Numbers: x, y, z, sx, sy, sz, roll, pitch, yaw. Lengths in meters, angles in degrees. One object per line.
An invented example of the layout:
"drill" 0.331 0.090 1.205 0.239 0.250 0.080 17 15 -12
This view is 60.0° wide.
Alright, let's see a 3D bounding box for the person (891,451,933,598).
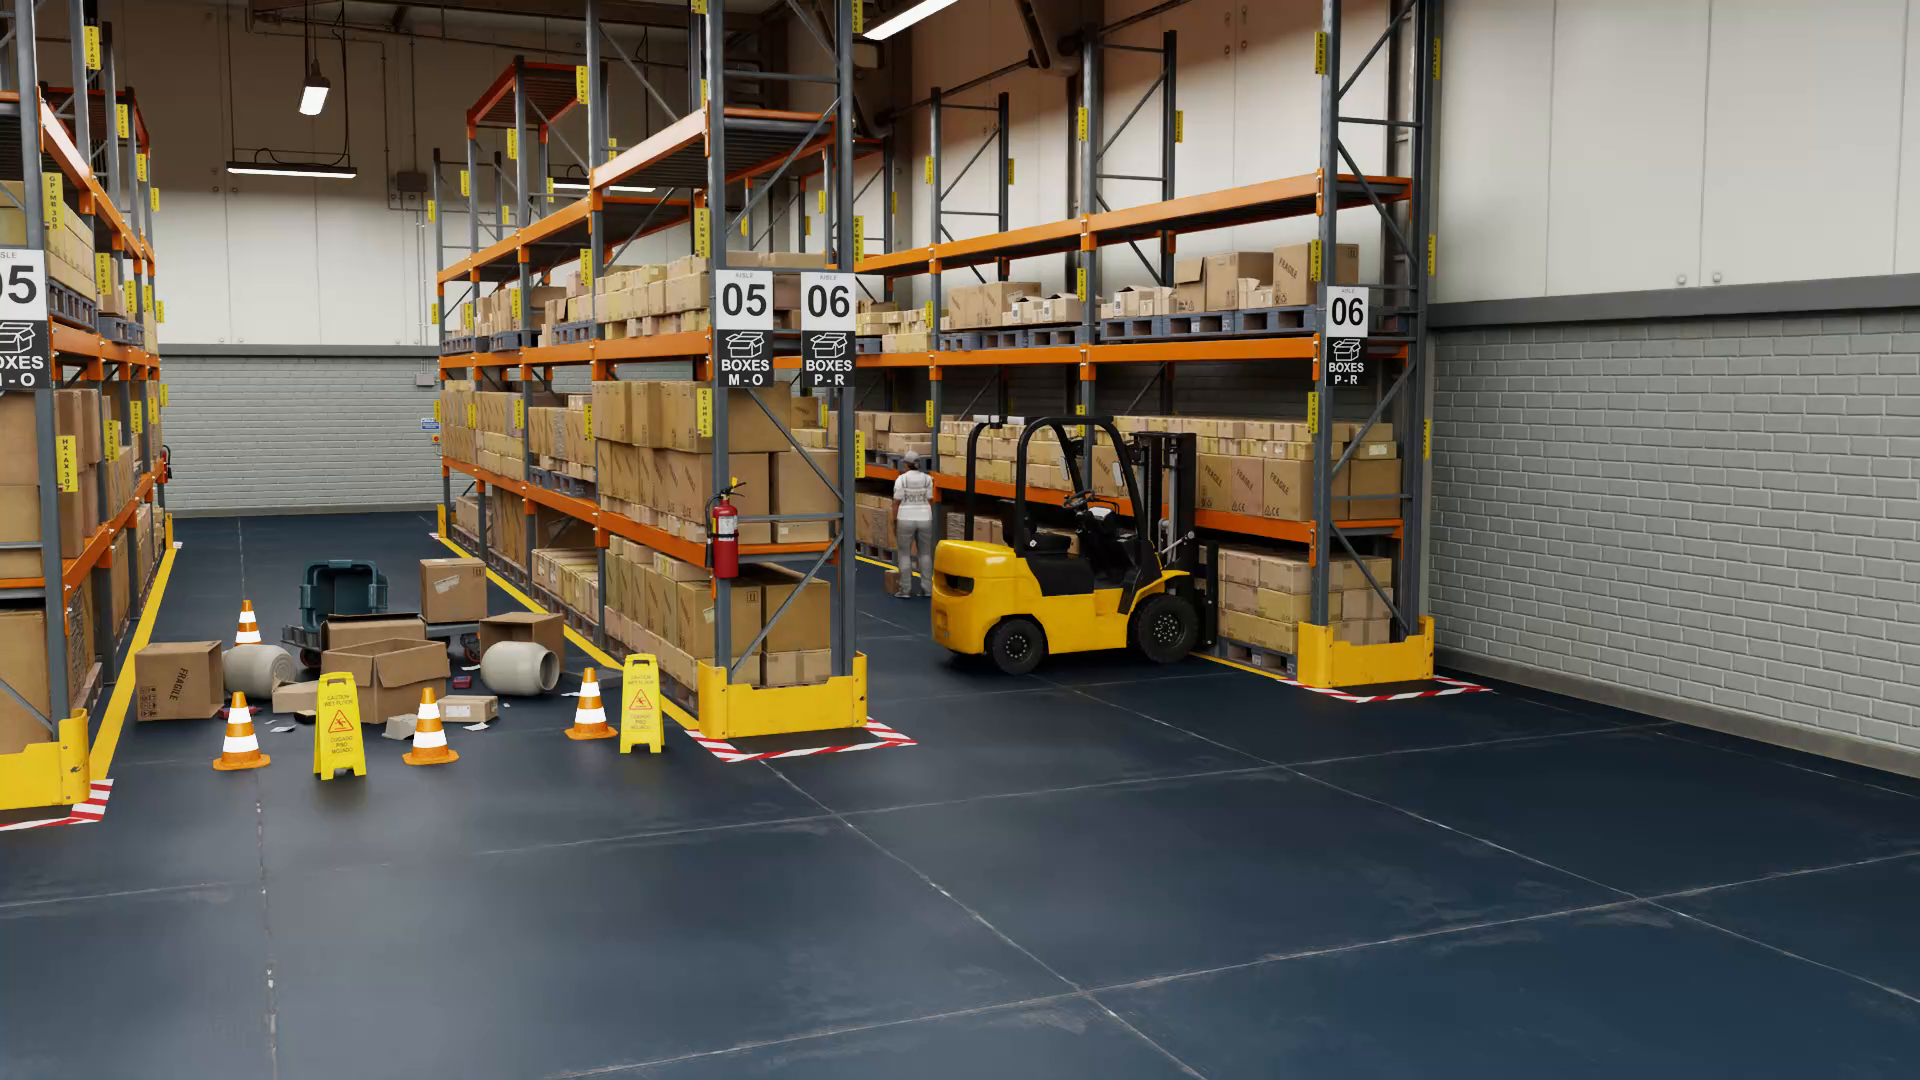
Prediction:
"person" -0.544 -0.172 18.802 0.471 1.667 0.390 -2 6 -21
